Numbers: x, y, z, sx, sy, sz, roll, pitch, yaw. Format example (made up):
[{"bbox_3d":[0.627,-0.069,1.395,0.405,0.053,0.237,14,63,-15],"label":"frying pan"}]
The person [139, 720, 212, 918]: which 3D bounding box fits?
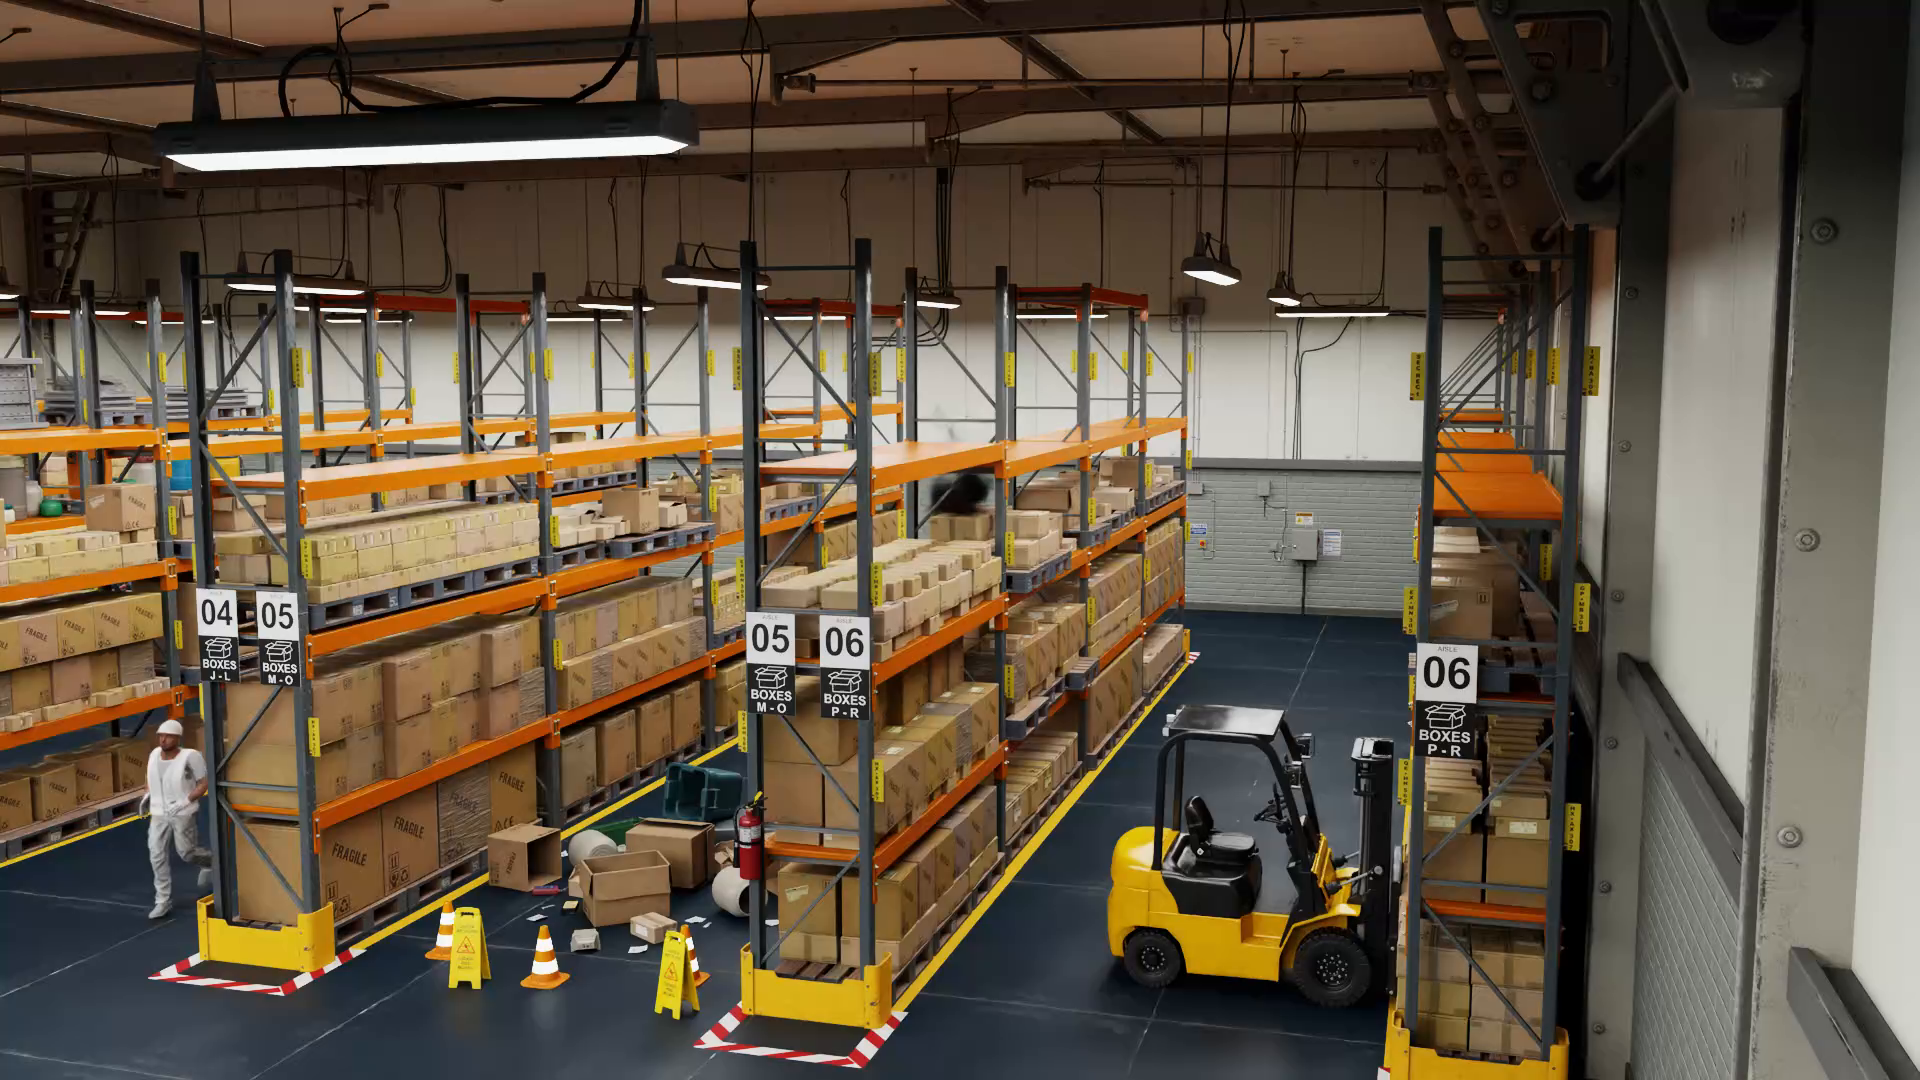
[{"bbox_3d":[-7.323,2.546,15.542,0.706,1.770,0.919,1,6,6],"label":"person"}]
